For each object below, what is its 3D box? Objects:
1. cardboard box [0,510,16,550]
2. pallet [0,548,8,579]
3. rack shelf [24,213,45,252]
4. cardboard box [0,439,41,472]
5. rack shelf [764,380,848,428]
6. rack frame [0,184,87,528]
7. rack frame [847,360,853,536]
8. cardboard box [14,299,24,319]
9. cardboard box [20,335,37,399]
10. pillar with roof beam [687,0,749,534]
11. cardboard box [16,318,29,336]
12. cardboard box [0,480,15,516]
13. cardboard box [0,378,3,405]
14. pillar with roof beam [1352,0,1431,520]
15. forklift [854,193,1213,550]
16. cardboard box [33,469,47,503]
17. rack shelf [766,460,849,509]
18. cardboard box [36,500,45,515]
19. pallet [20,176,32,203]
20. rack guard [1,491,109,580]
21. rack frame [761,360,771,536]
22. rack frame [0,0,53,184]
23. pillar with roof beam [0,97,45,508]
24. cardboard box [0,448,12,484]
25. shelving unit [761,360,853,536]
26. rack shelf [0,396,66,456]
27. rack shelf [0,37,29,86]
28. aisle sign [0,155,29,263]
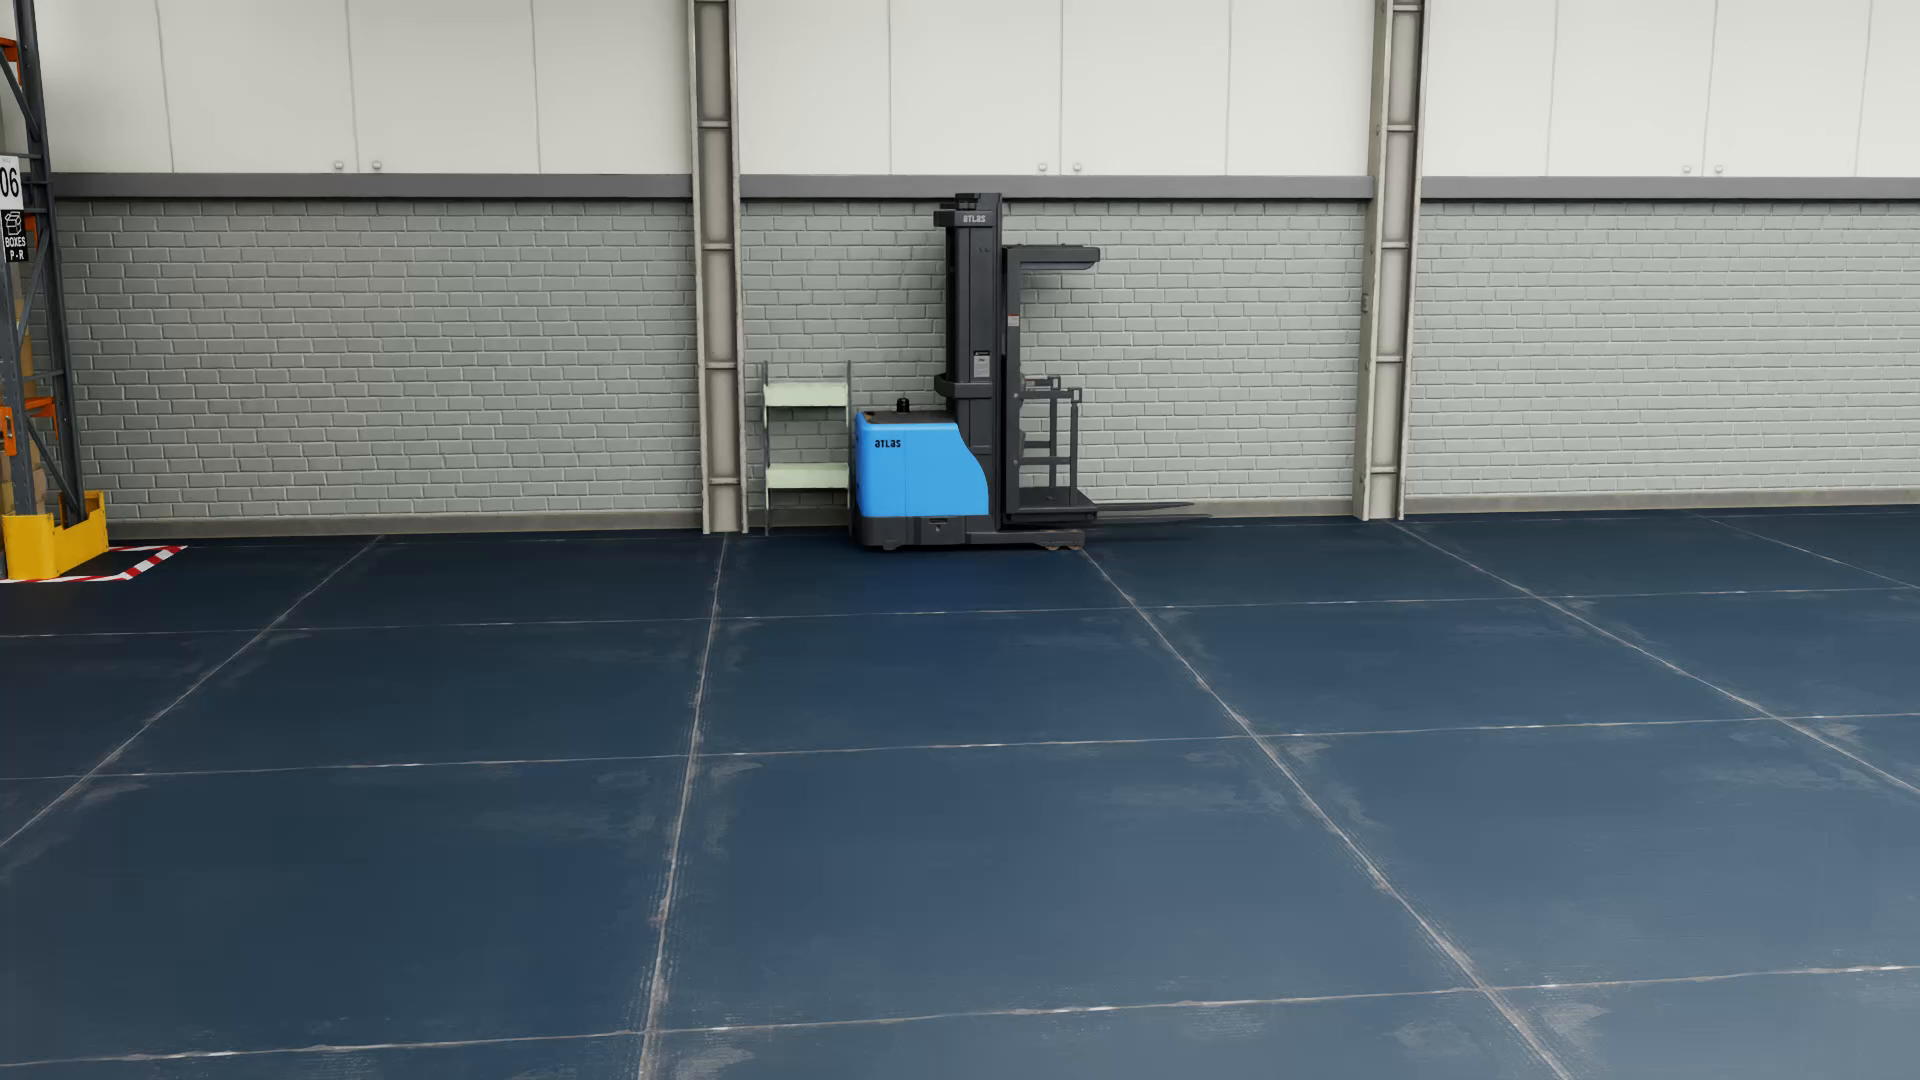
[{"bbox_3d":[-7.693,-0.064,12.956,0.500,0.250,0.500,-1,11,-6],"label":"cardboard box"},{"bbox_3d":[-8.015,0.115,13.237,1.213,0.211,1.003,-1,11,-6],"label":"pallet"},{"bbox_3d":[-9.248,-2.355,12.658,4.000,0.370,1.077,-1,11,-6],"label":"rack shelf"},{"bbox_3d":[-7.758,-0.651,13.351,0.500,0.250,0.500,-1,11,-7],"label":"cardboard box"},{"bbox_3d":[-1.333,-1.194,14.528,0.720,0.370,0.431,0,11,-2],"label":"rack shelf"},{"bbox_3d":[-7.260,-1.277,13.089,0.127,3.000,1.000,-1,11,-6],"label":"rack frame"},{"bbox_3d":[-0.967,-0.814,14.616,0.023,1.500,0.400,0,11,-2],"label":"rack frame"},{"bbox_3d":[-7.617,-1.825,13.161,0.250,0.149,0.380,-1,11,-7],"label":"cardboard box"},{"bbox_3d":[-7.782,-1.369,13.298,0.500,0.500,0.500,-1,11,-4],"label":"cardboard box"},{"bbox_3d":[-1.619,-3.679,9.753,0.400,9.000,9.100,-1,11,-6],"label":"pillar with roof beam"},{"bbox_3d":[-7.625,-1.687,13.234,0.250,0.149,0.380,-1,11,-8],"label":"cardboard box"},{"bbox_3d":[-7.710,-0.309,12.909,0.500,0.250,0.500,-1,11,-7],"label":"cardboard box"},{"bbox_3d":[-7.721,-1.266,12.771,0.500,0.500,0.500,-1,11,-7],"label":"cardboard box"},{"bbox_3d":[4.345,-3.804,10.388,0.400,9.000,9.100,-1,11,-6],"label":"pillar with roof beam"},{"bbox_3d":[0.626,-1.453,14.158,3.031,2.935,1.130,-1,11,-7],"label":"forklift"},{"bbox_3d":[-7.750,-0.410,13.419,0.500,0.250,0.500,-1,11,-5],"label":"cardboard box"},{"bbox_3d":[-1.332,-0.491,14.666,0.720,0.370,0.431,0,11,-2],"label":"rack shelf"},{"bbox_3d":[-7.769,-0.162,13.453,0.500,0.250,0.500,-1,11,-6],"label":"cardboard box"},{"bbox_3d":[-7.965,-2.696,12.759,1.213,0.211,1.003,-1,11,-6],"label":"pallet"},{"bbox_3d":[-7.236,-0.051,13.333,0.348,0.500,1.175,-1,11,-6],"label":"rack guard"},{"bbox_3d":[-1.698,-0.808,14.590,0.023,1.500,0.400,0,11,-2],"label":"rack frame"},{"bbox_3d":[-7.260,-4.221,12.511,0.127,3.000,1.000,-1,11,-6],"label":"rack frame"},{"bbox_3d":[-7.584,-3.554,9.117,0.400,9.000,9.100,-1,11,-6],"label":"pillar with roof beam"},{"bbox_3d":[-7.684,-0.555,12.865,0.500,0.250,0.500,-1,11,-4],"label":"cardboard box"},{"bbox_3d":[-1.333,-0.811,14.603,0.755,1.500,0.431,0,11,-2],"label":"shelving unit"},{"bbox_3d":[-9.248,-0.883,12.947,4.000,0.370,1.077,-1,11,-6],"label":"rack shelf"},{"bbox_3d":[-9.248,-3.630,12.407,4.000,0.370,1.077,-1,11,-6],"label":"rack shelf"},{"bbox_3d":[-7.163,-2.498,12.559,0.004,0.787,0.394,-1,11,-6],"label":"aisle sign"}]
